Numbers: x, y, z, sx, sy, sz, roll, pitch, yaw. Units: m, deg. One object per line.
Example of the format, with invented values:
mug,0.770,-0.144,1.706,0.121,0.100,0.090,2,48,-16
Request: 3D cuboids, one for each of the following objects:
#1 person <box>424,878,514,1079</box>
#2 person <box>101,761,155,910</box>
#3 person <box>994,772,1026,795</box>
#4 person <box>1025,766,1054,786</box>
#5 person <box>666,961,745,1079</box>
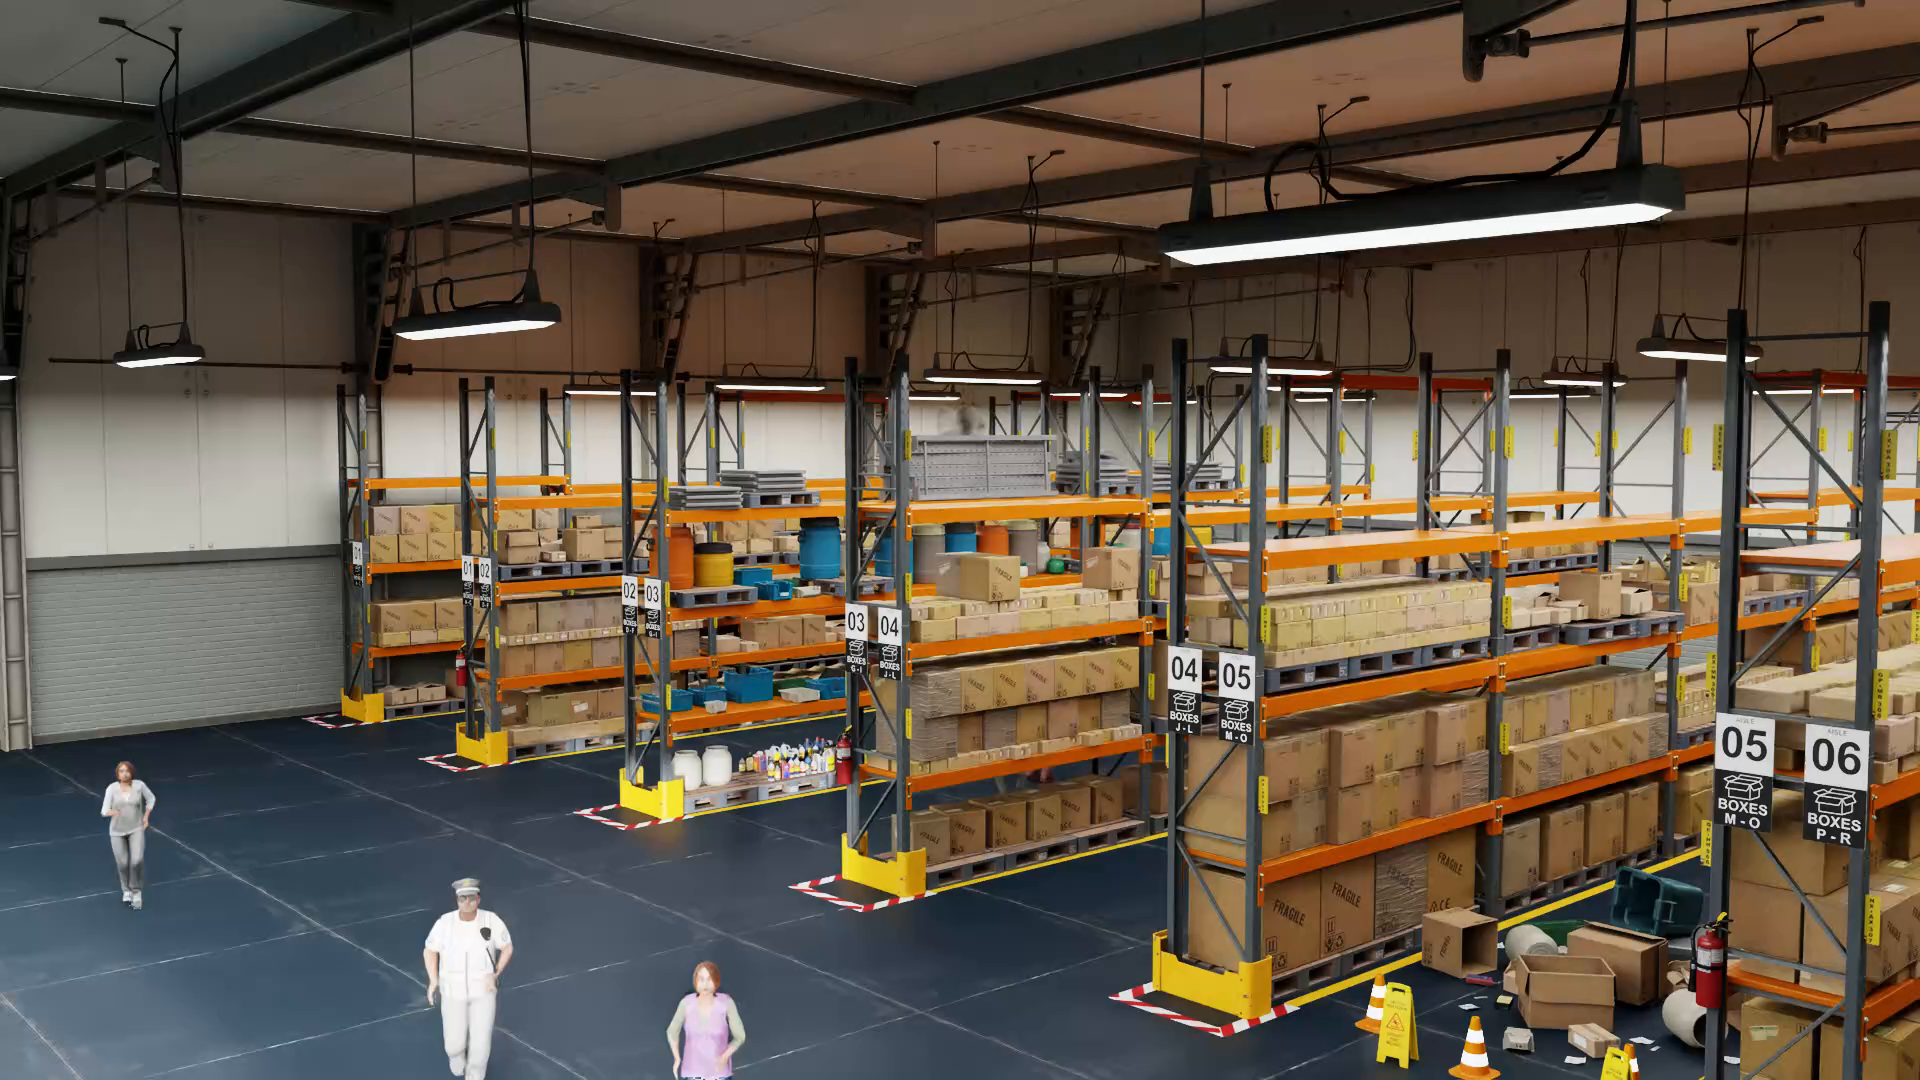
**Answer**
person,-3.797,3.458,12.867,0.670,1.742,0.599,-1,4,-15
person,-8.981,3.190,17.960,0.513,1.614,0.632,-2,4,-23
person,0.660,2.811,23.346,0.652,1.654,0.571,3,5,42
person,1.145,2.867,22.613,0.575,1.627,0.540,3,5,40
person,-1.737,3.639,11.361,0.542,1.553,0.680,0,4,-4
